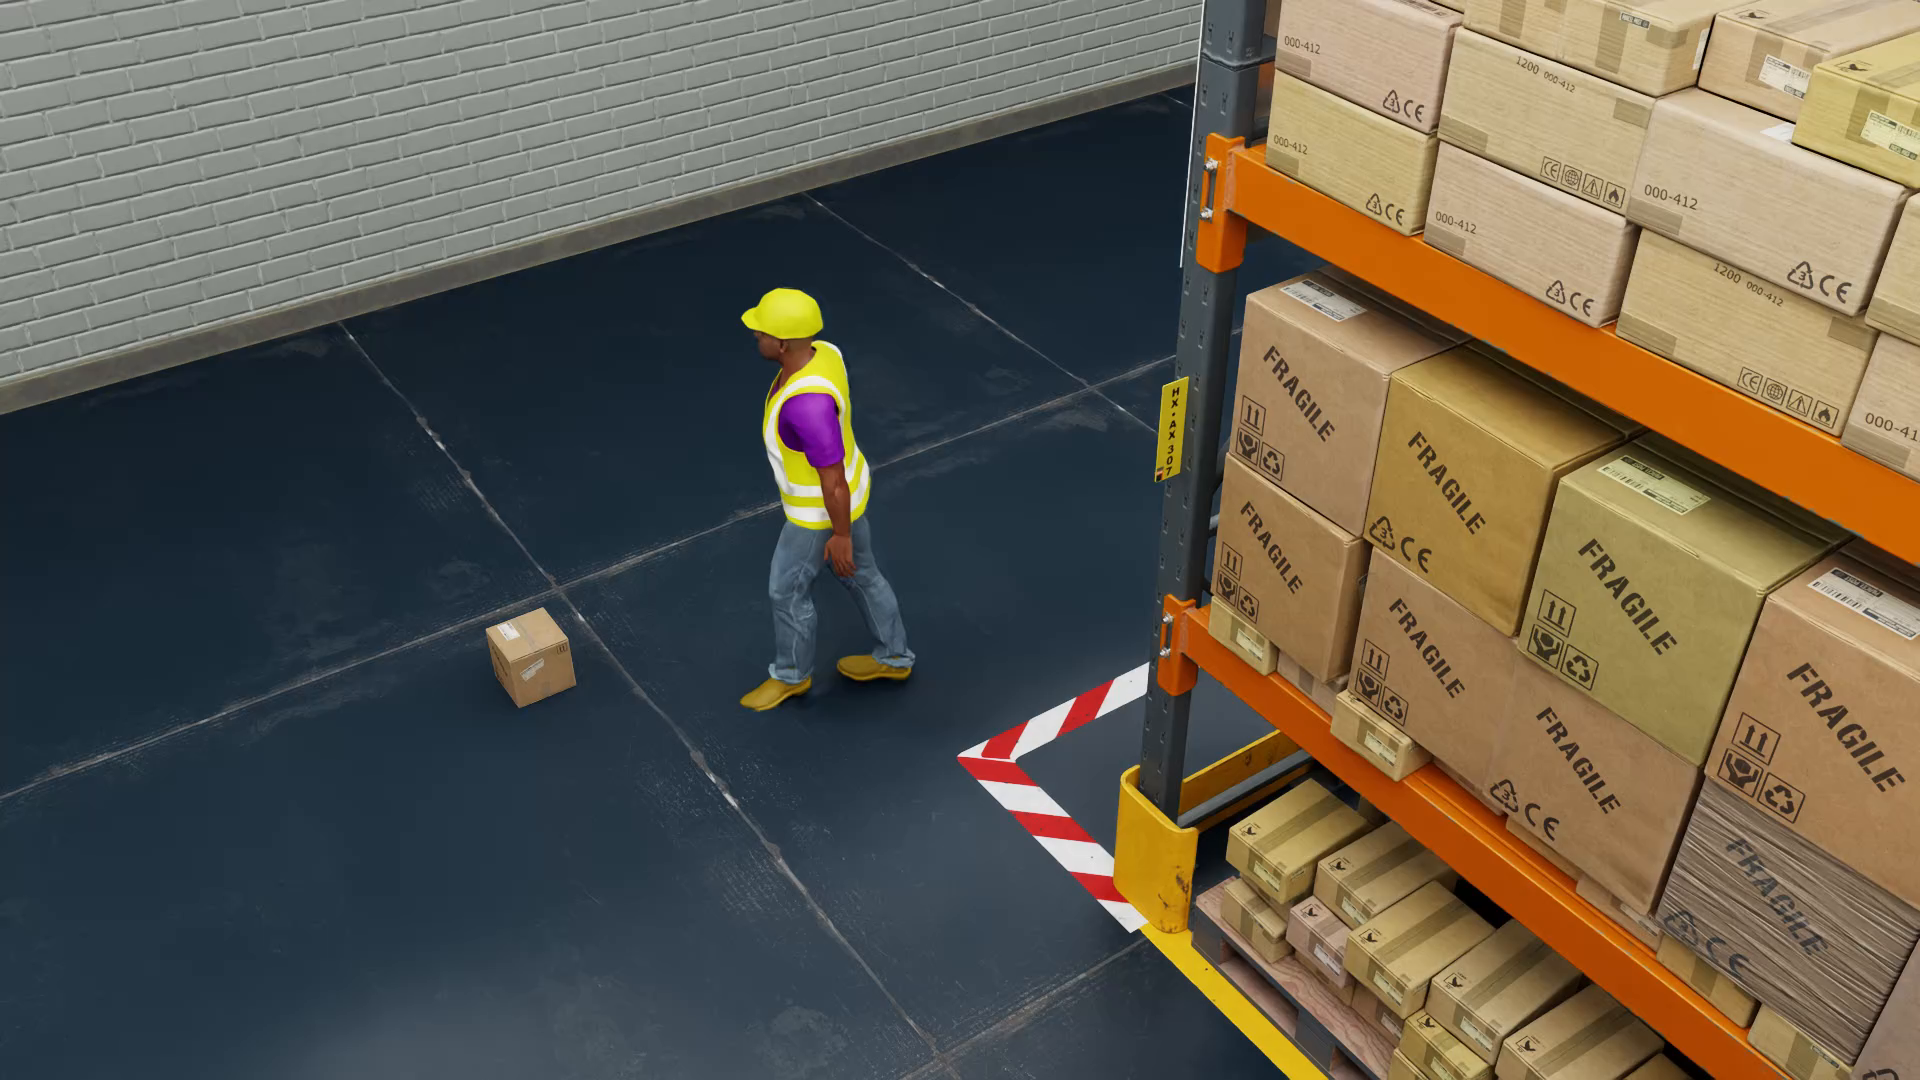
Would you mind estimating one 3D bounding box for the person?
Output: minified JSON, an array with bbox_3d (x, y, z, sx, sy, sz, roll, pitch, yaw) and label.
[{"bbox_3d":[-0.525,-0.137,6.335,0.695,1.784,0.615,3,36,5],"label":"person"}]
